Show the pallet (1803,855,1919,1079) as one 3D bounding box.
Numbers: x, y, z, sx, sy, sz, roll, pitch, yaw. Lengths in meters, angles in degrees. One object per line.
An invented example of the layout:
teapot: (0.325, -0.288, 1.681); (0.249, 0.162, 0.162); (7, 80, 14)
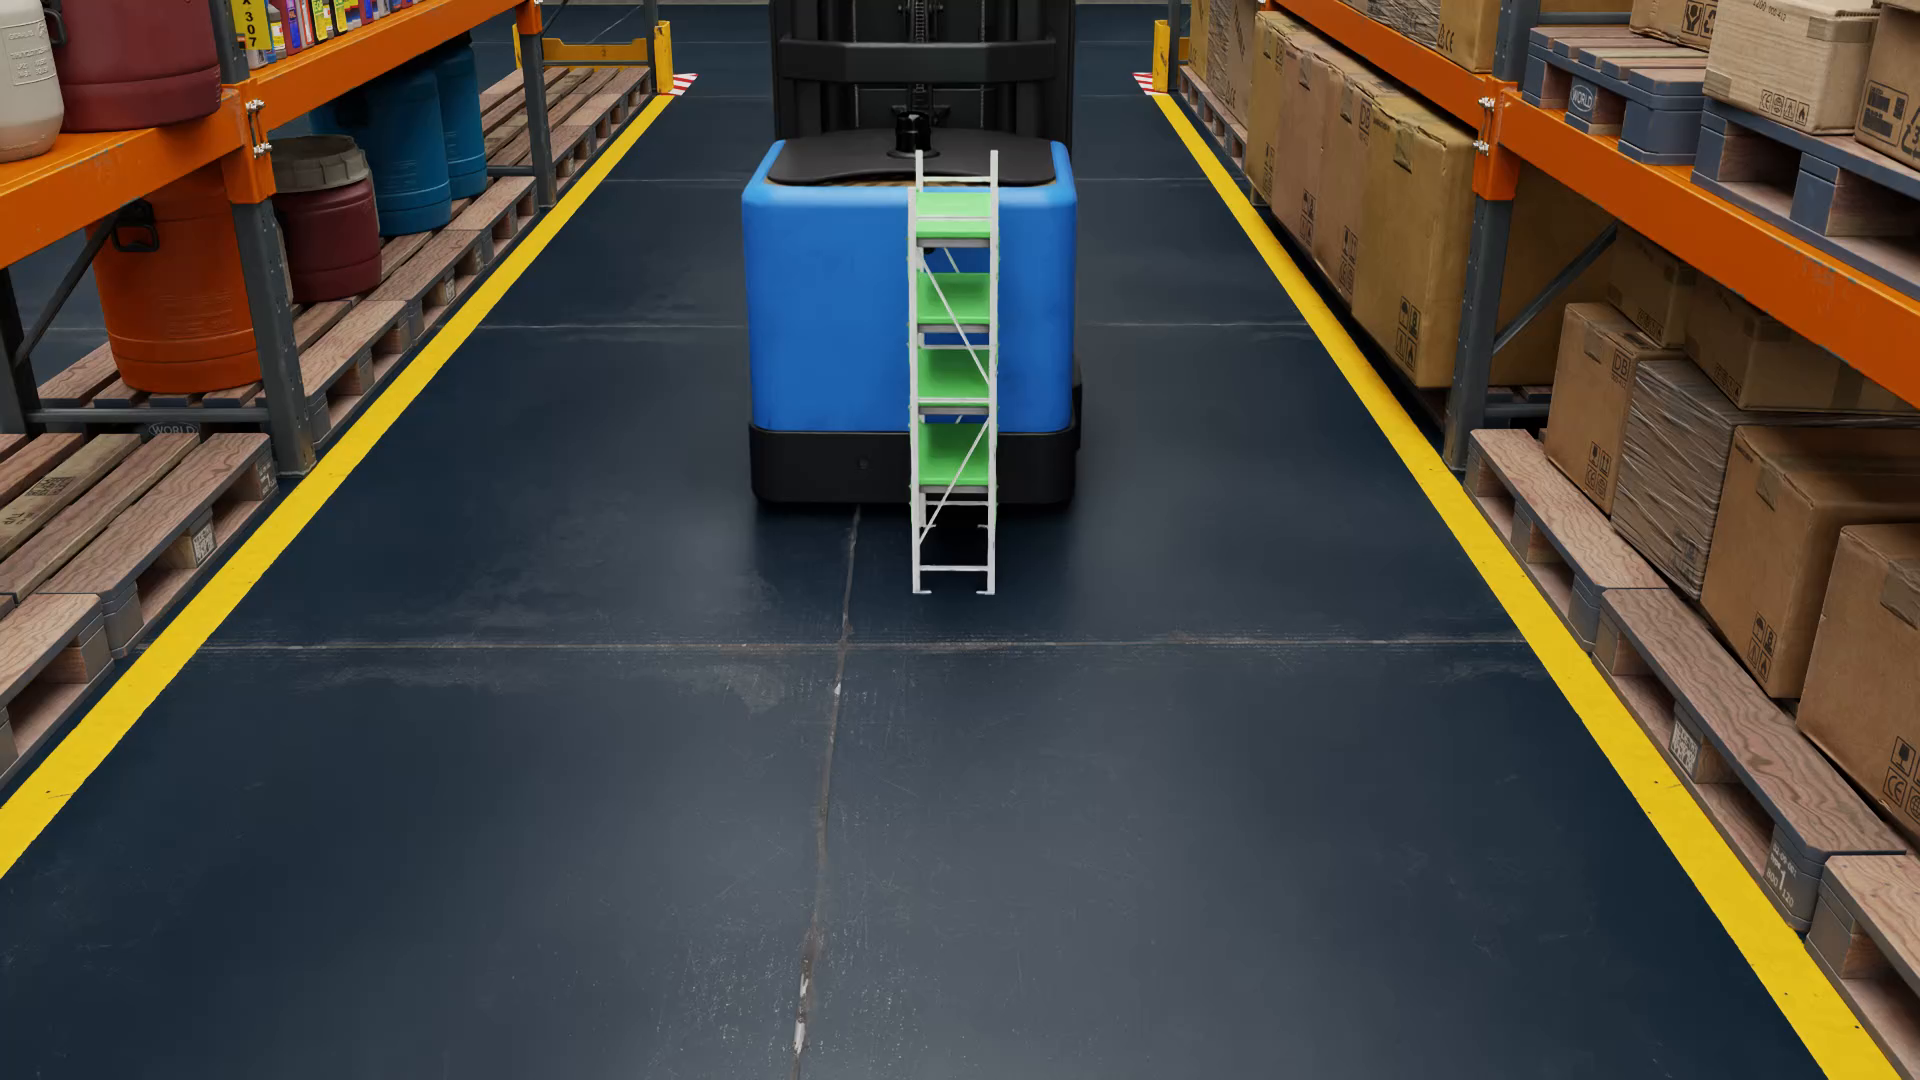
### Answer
pallet: (2.235, 0.974, 2.840); (1.003, 0.211, 1.213); (0, 24, -1)

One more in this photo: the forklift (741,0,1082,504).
forklift: (-0.128, -2.012, 6.141); (1.130, 2.935, 3.031); (0, 24, 1)

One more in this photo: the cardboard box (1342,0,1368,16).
cardboard box: (1.935, -2.501, 7.018); (0.500, 0.500, 0.500); (0, 24, 0)

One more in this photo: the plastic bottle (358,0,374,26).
plastic bottle: (-2.400, -2.205, 6.626); (0.061, 0.283, 0.133); (0, 24, -1)

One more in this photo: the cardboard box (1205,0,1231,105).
cardboard box: (2.210, -3.505, 11.429); (0.875, 0.875, 0.875); (0, 24, -1)

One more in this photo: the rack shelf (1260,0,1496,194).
rack shelf: (2.179, -2.120, 7.171); (1.077, 0.370, 4.000); (0, 24, -1)

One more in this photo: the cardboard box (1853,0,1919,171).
cardboard box: (2.133, -0.928, 3.027); (0.797, 0.503, 0.637); (2, 24, 5)

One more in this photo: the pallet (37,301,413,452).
pallet: (-2.802, -0.656, 6.444); (1.003, 0.211, 1.213); (0, 24, -1)

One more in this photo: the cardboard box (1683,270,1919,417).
cardboard box: (2.254, -0.533, 4.377); (0.500, 0.250, 0.500); (2, 24, 5)

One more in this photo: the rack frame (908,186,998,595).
rack frame: (-0.018, -0.388, 4.652); (0.240, 1.200, 0.015); (0, 24, 1)

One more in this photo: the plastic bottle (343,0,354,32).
plastic bottle: (-2.416, -2.111, 6.435); (0.097, 0.271, 0.097); (0, 24, 0)

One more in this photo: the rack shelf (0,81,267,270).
rack shelf: (-2.730, -0.450, 3.477); (1.077, 0.370, 4.000); (0, 24, -1)

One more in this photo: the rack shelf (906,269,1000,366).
rack shelf: (-0.014, -0.649, 4.801); (0.258, 0.148, 0.480); (0, 24, 1)

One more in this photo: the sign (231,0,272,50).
sign: (-2.202, -1.681, 5.130); (0.100, 0.325, 0.005); (0, 24, -1)

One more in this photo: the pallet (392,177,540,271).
pallet: (-2.829, -1.661, 8.667); (1.003, 0.211, 1.213); (0, 24, -1)

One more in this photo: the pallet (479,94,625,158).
pallet: (-2.858, -2.786, 11.154); (1.003, 0.211, 1.213); (0, 24, -1)

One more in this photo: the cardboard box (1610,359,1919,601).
cardboard box: (2.247, -0.181, 4.510); (0.700, 0.500, 0.500); (-2, 24, -5)

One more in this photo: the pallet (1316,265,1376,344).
pallet: (2.257, -1.180, 7.603); (1.003, 0.211, 1.213); (0, 24, -1)

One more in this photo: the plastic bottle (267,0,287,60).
plastic bottle: (-2.408, -1.779, 5.784); (0.097, 0.201, 0.097); (0, 24, 0)

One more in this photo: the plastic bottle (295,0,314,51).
plastic bottle: (-2.438, -1.916, 5.996); (0.152, 0.276, 0.135); (0, 24, -1)

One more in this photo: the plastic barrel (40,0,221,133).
plastic barrel: (-2.444, -1.474, 4.704); (0.600, 0.536, 0.708); (0, 24, -1)

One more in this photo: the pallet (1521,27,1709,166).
pallet: (2.315, -1.243, 4.592); (1.213, 0.211, 1.003); (0, 24, -1)

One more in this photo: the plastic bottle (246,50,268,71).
plastic bottle: (-2.433, -1.725, 5.574); (0.152, 0.276, 0.135); (0, 24, -1)

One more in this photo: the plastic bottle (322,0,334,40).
plastic bottle: (-2.414, -1.984, 6.239); (0.097, 0.201, 0.097); (0, 24, 0)

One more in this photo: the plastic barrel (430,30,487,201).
plastic barrel: (-2.807, -2.261, 8.646); (0.600, 0.901, 0.708); (0, 24, -1)

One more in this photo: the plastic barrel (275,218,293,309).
plastic barrel: (-2.870, -1.093, 6.537); (0.421, 0.512, 0.421); (0, 24, 0)

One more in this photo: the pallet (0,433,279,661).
pallet: (-2.782, -0.012, 5.020); (1.003, 0.211, 1.213); (0, 24, -1)

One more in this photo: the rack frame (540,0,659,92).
rack frame: (-2.839, -4.898, 12.440); (1.000, 3.000, 0.127); (0, 24, -1)

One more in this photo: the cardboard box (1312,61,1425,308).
cardboard box: (2.212, -1.499, 6.993); (1.225, 0.875, 0.875); (0, 24, 0)

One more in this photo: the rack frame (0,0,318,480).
rack frame: (-2.752, -1.602, 5.151); (1.000, 3.000, 0.127); (0, 24, -1)

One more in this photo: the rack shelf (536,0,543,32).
rack shelf: (-2.817, -3.746, 10.766); (1.077, 0.370, 4.000); (0, 24, -1)

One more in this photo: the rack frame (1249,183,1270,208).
rack frame: (2.157, -3.272, 8.845); (1.000, 3.000, 0.127); (0, 24, -1)

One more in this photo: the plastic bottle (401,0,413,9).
plastic bottle: (-2.406, -2.431, 7.127); (0.061, 0.283, 0.133); (0, 24, -1)

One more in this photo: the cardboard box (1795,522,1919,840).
cardboard box: (2.266, 0.283, 3.485); (0.700, 0.500, 0.500); (-2, 24, -5)

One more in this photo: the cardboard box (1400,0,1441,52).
cardboard box: (1.948, -2.077, 6.081); (0.500, 0.500, 0.500); (0, 24, -1)

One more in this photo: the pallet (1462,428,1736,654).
pallet: (2.208, -0.031, 5.063); (1.003, 0.211, 1.213); (0, 24, -1)

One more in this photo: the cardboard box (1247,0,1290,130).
cardboard box: (2.230, -2.768, 9.798); (0.875, 0.875, 0.875); (0, 24, -1)

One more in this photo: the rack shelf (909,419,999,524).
rack shelf: (-0.014, -0.212, 4.999); (0.258, 0.148, 0.480); (0, 24, 1)

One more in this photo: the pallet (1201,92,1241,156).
pallet: (2.211, -2.819, 11.227); (1.003, 0.211, 1.213); (0, 24, -1)

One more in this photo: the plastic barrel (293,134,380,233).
plastic barrel: (-2.882, -1.559, 7.565); (0.421, 0.512, 0.421); (0, 24, 0)

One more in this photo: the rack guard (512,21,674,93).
rack guard: (-2.852, -3.769, 12.977); (1.175, 0.500, 0.348); (0, 24, -1)

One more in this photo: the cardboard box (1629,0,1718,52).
cardboard box: (2.247, -1.638, 4.602); (0.500, 0.500, 0.500); (-3, 25, -7)

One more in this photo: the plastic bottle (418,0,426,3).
plastic bottle: (-2.454, -2.523, 7.339); (0.152, 0.276, 0.135); (0, 24, -1)

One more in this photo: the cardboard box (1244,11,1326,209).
cardboard box: (2.184, -2.232, 8.613); (1.225, 0.875, 0.875); (0, 24, 0)

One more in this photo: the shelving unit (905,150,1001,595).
shelving unit: (-0.014, -0.488, 4.874); (0.258, 1.200, 0.503); (0, 24, 1)

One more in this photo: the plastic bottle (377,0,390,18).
plastic bottle: (-2.448, -2.296, 6.838); (0.152, 0.276, 0.135); (0, 24, -1)
